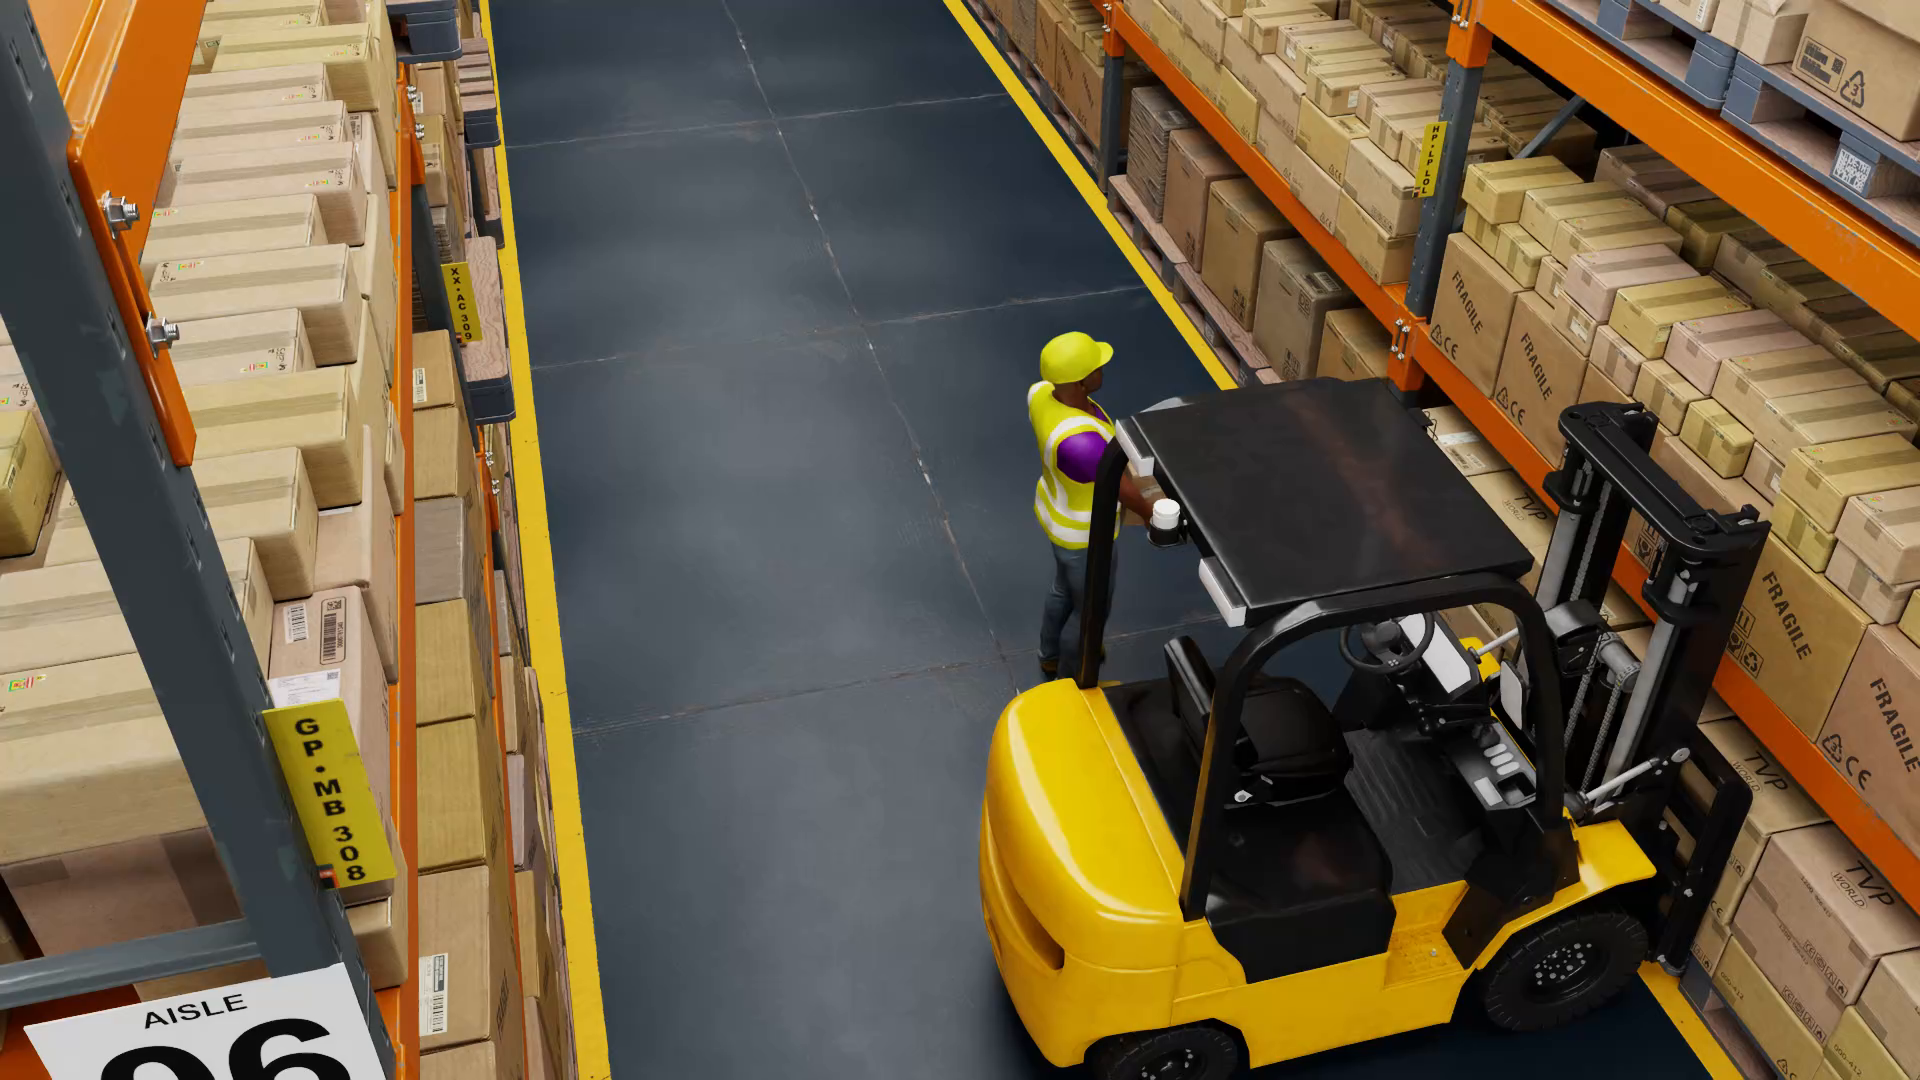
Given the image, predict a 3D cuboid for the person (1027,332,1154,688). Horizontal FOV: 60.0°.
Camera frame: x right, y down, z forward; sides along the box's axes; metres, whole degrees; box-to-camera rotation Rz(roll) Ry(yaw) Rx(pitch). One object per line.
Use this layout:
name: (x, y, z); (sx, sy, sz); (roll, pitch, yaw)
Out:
person: (0.580, -0.098, 6.825); (0.587, 1.761, 0.503); (-9, 39, -11)
